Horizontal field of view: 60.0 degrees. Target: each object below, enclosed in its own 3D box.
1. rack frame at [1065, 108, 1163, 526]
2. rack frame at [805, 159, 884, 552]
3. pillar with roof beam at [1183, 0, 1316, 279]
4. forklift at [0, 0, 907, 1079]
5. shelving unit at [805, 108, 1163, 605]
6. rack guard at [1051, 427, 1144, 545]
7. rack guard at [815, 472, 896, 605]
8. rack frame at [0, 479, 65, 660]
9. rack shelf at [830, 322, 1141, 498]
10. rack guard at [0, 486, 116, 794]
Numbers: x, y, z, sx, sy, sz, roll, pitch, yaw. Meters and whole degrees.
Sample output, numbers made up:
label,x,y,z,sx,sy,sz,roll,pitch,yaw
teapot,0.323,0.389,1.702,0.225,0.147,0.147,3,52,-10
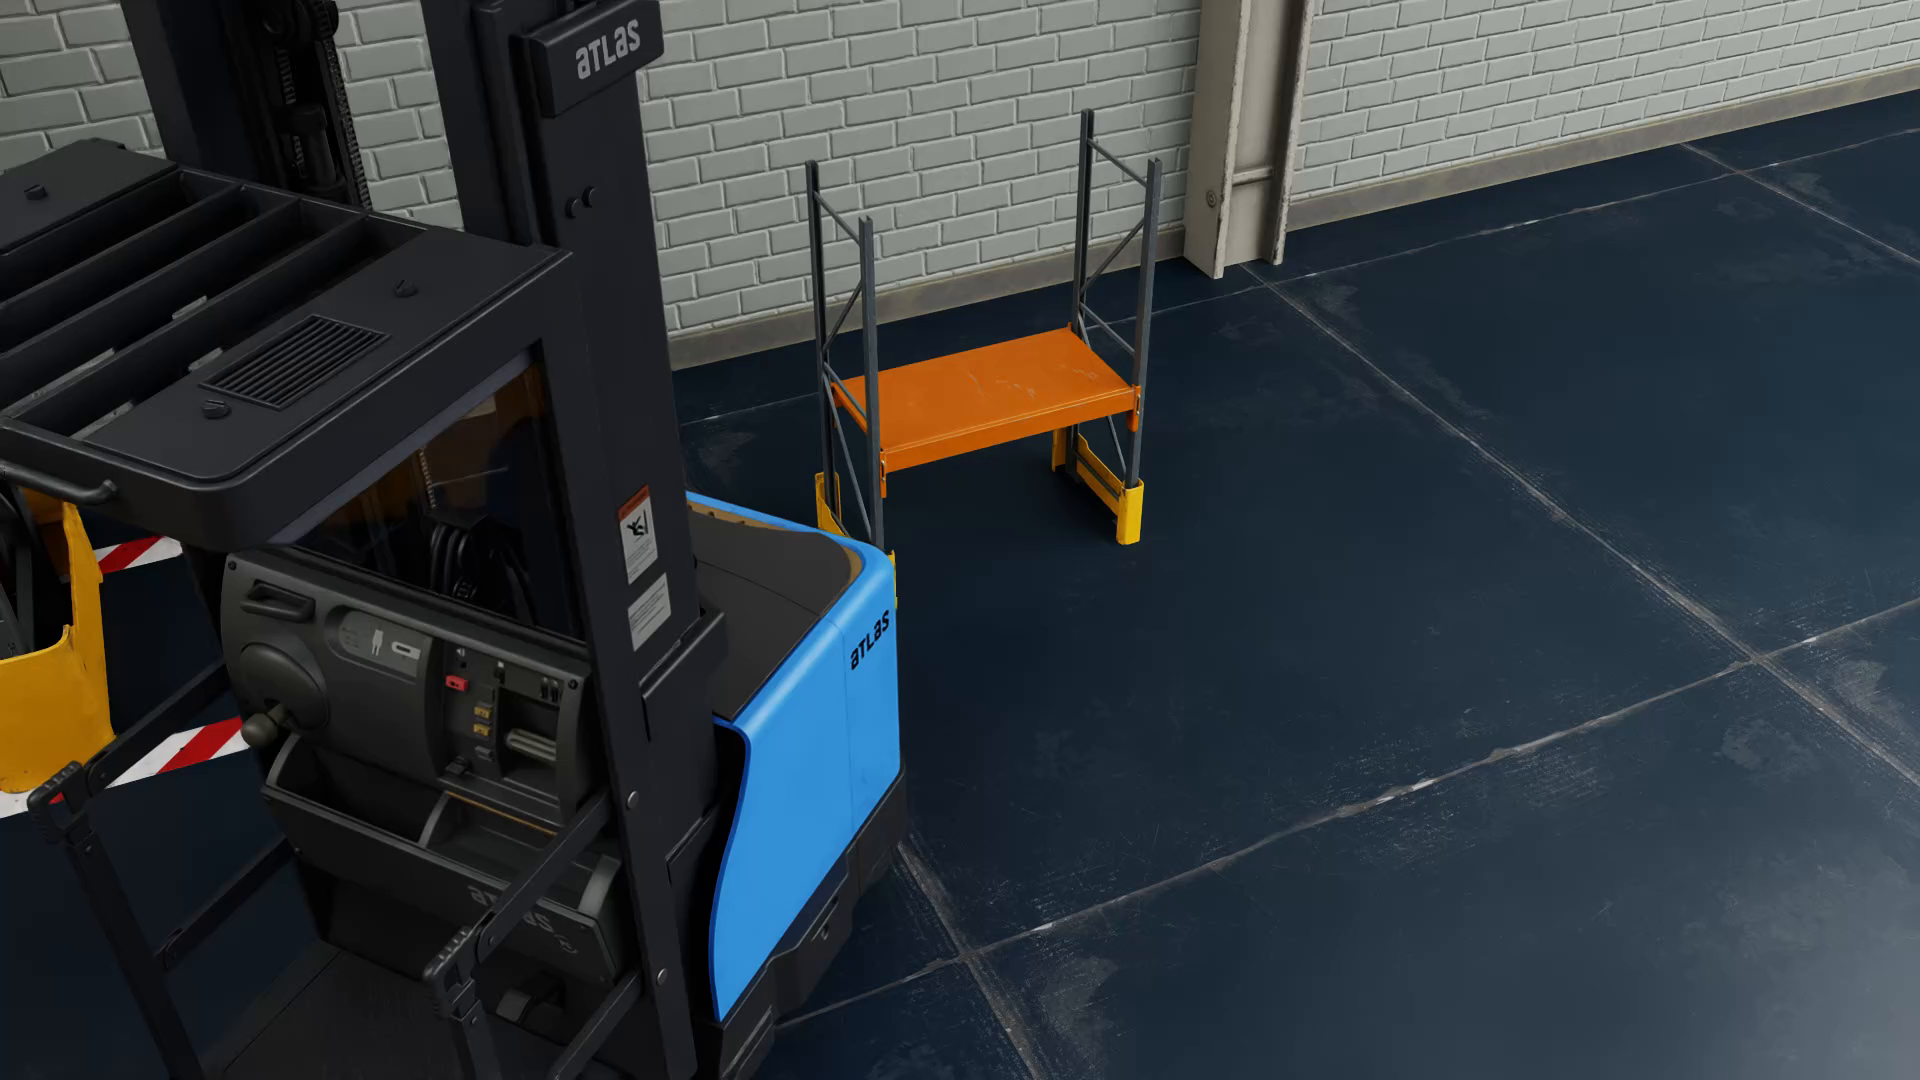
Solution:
label,x,y,z,sx,sy,sz,roll,pitch,yaw
rack frame,0.537,-0.753,6.006,0.032,1.500,0.500,-16,39,-20
rack frame,-0.383,-0.495,5.659,0.032,1.500,0.500,-16,39,-20
pillar with roof beam,3.150,-2.669,2.294,0.400,9.000,9.100,-16,39,-20
forklift,-1.250,0.380,3.278,1.130,2.935,3.031,16,39,20
shelving unit,0.069,-0.622,5.829,1.083,1.500,0.587,-16,39,-20
rack guard,0.520,-0.246,6.371,0.087,0.250,0.587,-16,39,-20
rack guard,-0.382,0.006,6.032,0.087,0.250,0.587,-16,39,-20
rack frame,-3.097,-0.752,4.746,0.127,3.000,1.000,-16,39,-20
rack shelf,0.077,-0.480,5.939,1.000,0.185,0.538,-16,39,-20
rack guard,-3.075,0.246,5.499,0.348,0.500,1.175,-16,39,-20
